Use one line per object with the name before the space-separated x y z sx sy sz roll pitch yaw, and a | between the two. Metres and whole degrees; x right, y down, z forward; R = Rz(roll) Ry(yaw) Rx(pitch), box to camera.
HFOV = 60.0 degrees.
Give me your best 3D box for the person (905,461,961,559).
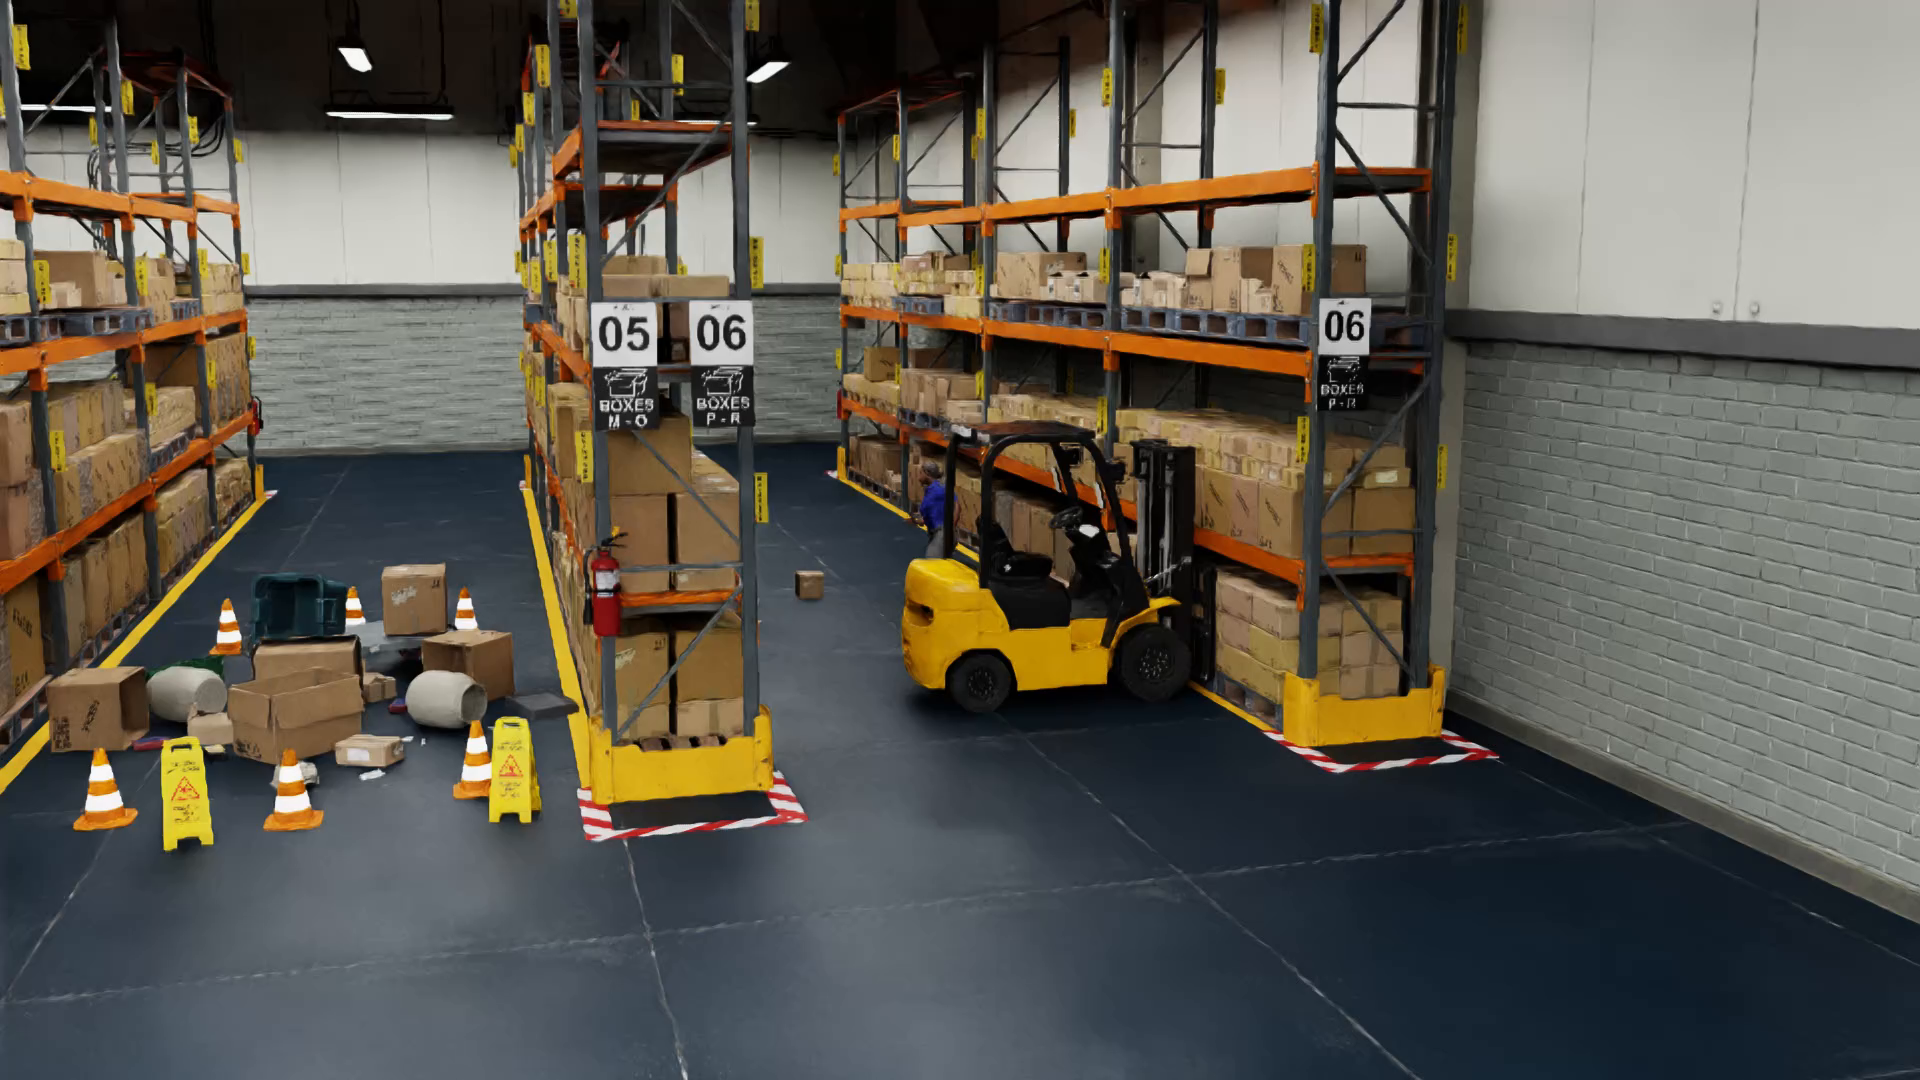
person | -0.256 0.035 16.013 0.527 1.538 0.857 -3 10 -17
